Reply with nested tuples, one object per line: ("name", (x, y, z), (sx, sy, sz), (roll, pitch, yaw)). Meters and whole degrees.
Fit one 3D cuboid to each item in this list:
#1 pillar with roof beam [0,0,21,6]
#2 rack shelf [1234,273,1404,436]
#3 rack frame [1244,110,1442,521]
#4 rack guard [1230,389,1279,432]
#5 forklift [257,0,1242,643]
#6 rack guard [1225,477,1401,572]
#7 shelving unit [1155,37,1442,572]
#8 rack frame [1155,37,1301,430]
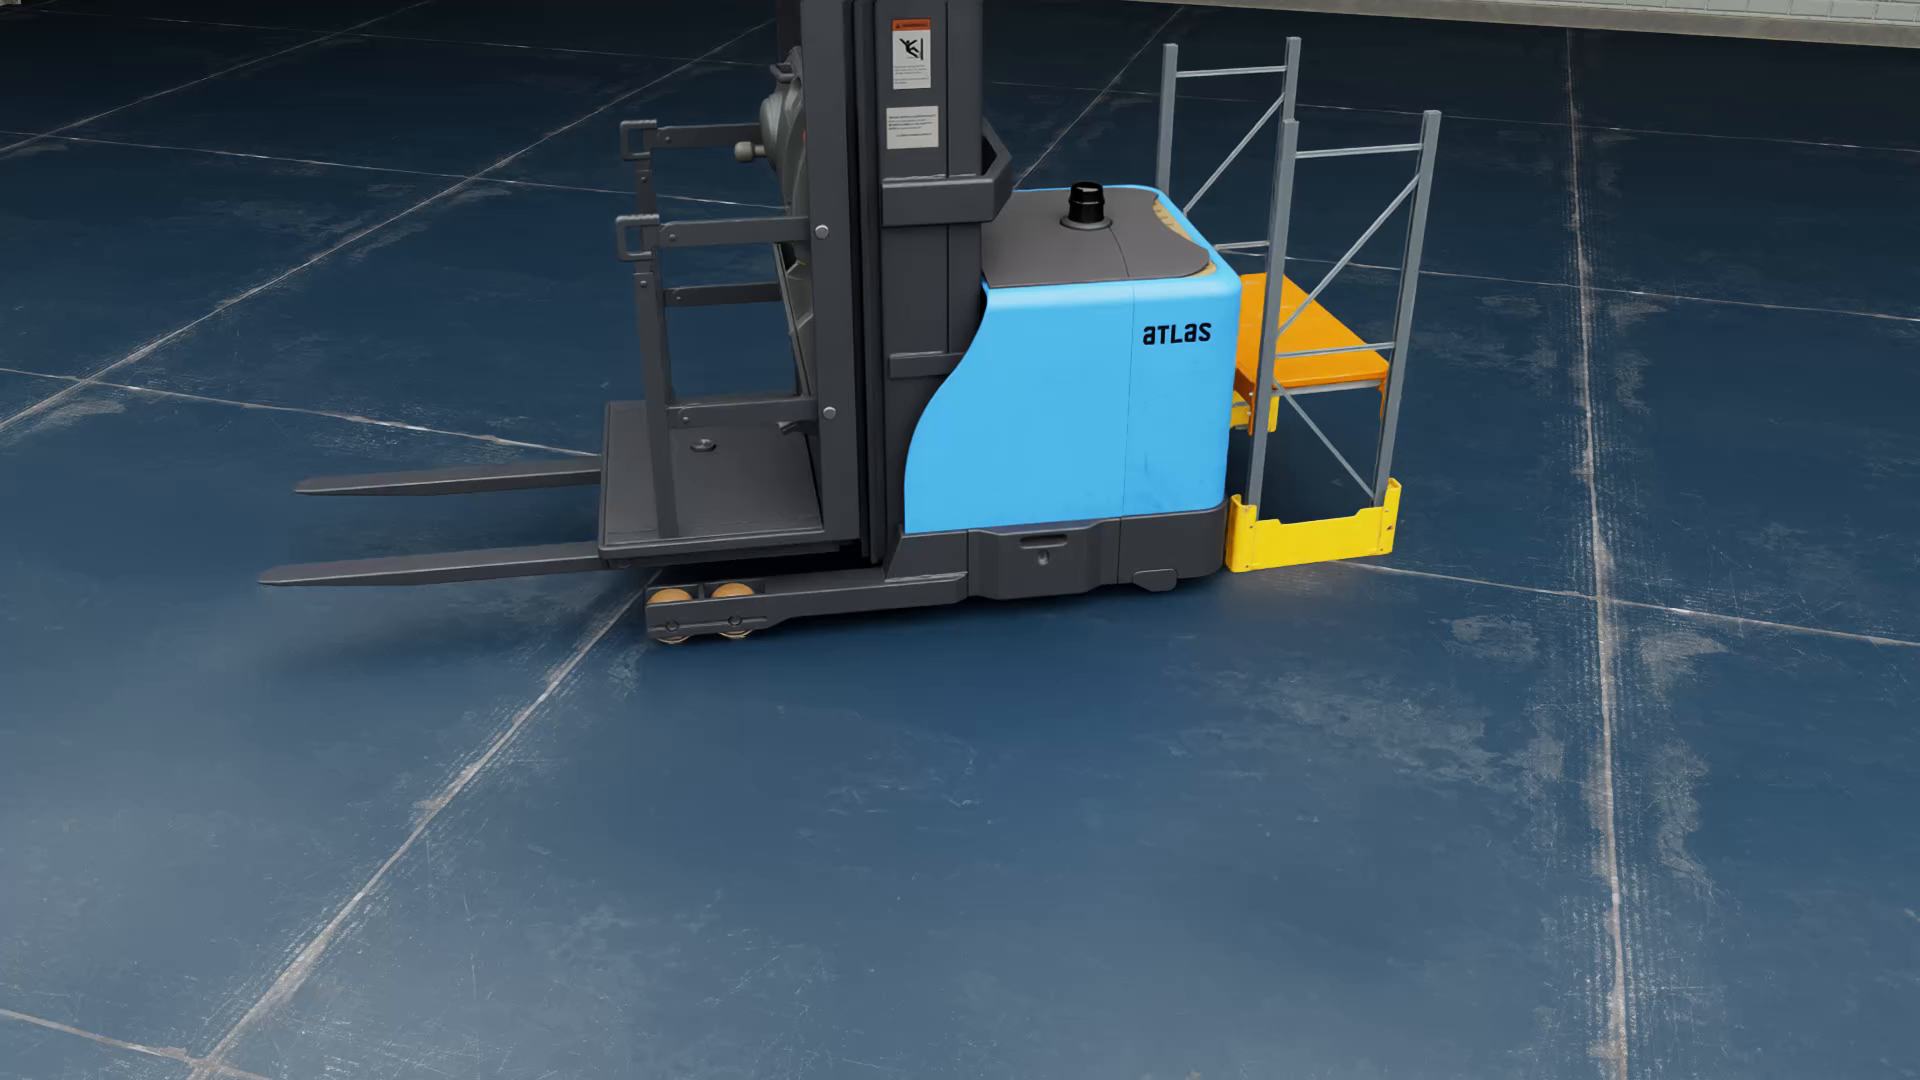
("pillar with roof beam", (-3.818, -7.673, 10.286), (9.100, 9.000, 0.400), (8, 30, 15))
("rack shelf", (1.066, -0.681, 5.799), (0.538, 0.185, 1.000), (-7, 30, -12))
("rack frame", (1.187, -0.598, 5.280), (0.500, 1.500, 0.032), (-7, 30, -12))
("rack guard", (0.950, -0.523, 6.431), (0.587, 0.250, 0.087), (-7, 30, -12))
("forklift", (-0.700, -1.237, 4.959), (3.031, 2.935, 1.130), (-5, 29, -8))
("rack guard", (1.185, -0.052, 5.585), (0.587, 0.250, 0.087), (-7, 30, -12))
("shelving unit", (1.069, -0.834, 5.704), (0.587, 1.500, 1.083), (-7, 30, -12))
("rack frame", (0.947, -1.078, 6.144), (0.500, 1.500, 0.032), (-7, 30, -12))
